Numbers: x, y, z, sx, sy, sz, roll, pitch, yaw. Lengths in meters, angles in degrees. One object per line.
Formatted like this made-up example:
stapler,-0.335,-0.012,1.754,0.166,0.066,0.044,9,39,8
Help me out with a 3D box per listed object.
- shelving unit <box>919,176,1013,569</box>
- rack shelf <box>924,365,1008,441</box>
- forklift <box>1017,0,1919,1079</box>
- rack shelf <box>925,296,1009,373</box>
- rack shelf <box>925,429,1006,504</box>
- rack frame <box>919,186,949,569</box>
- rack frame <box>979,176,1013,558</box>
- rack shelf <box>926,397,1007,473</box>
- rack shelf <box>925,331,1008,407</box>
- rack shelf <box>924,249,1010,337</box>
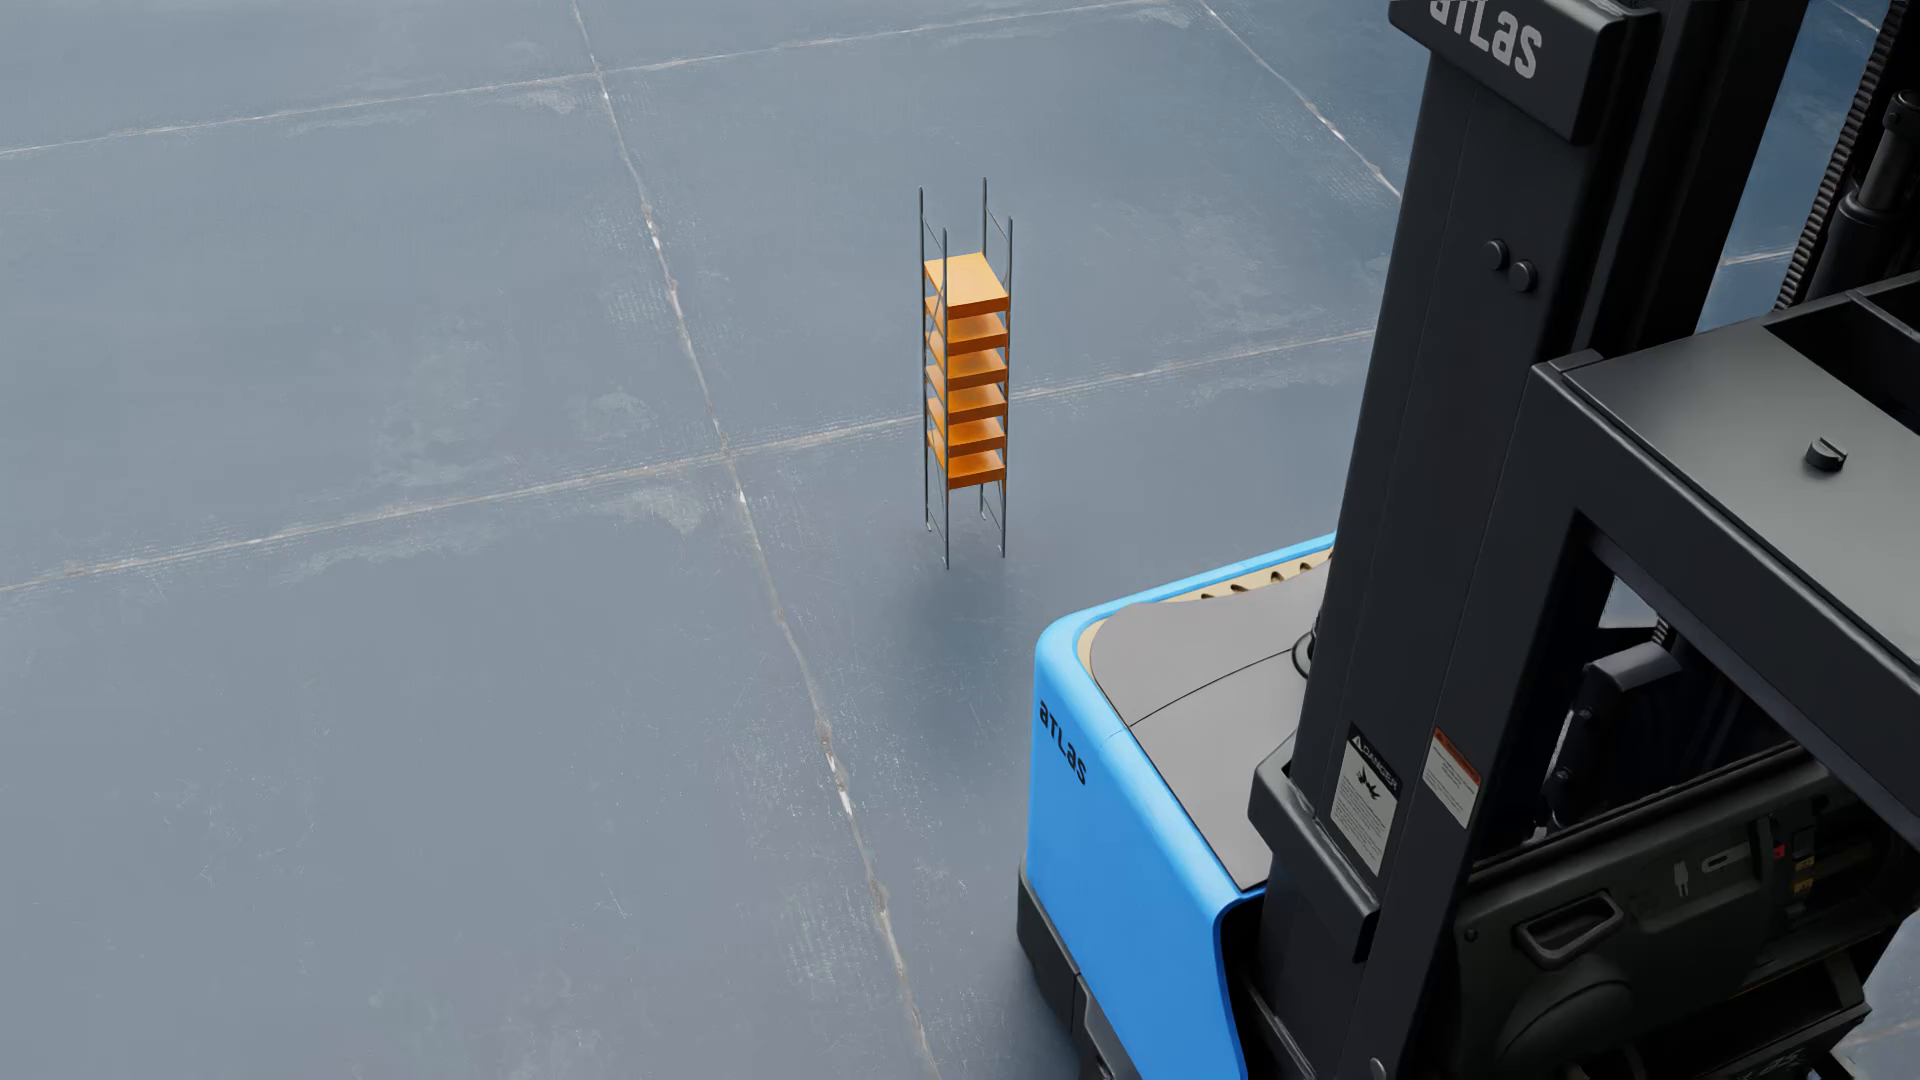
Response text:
shelving unit,0.014,-0.455,4.859,0.189,1.200,0.258,-12,42,-13
rack shelf,0.014,-0.421,4.888,0.180,0.103,0.258,-12,42,-13
forklift,1.191,0.640,2.290,1.130,2.935,3.031,-16,44,-18
rack shelf,0.014,-0.602,4.730,0.180,0.103,0.258,-12,42,-13
rack shelf,0.014,-0.241,5.046,0.180,0.103,0.258,-12,42,-13
rack frame,-0.073,-0.437,4.838,0.006,1.200,0.240,-12,42,-13
rack frame,0.101,-0.473,4.879,0.006,1.200,0.240,-12,42,-13
rack shelf,0.014,-0.331,4.967,0.180,0.103,0.258,-12,42,-13
rack shelf,0.014,-0.512,4.809,0.180,0.103,0.258,-12,42,-13
rack shelf,0.014,-0.692,4.651,0.180,0.103,0.258,-12,42,-13
